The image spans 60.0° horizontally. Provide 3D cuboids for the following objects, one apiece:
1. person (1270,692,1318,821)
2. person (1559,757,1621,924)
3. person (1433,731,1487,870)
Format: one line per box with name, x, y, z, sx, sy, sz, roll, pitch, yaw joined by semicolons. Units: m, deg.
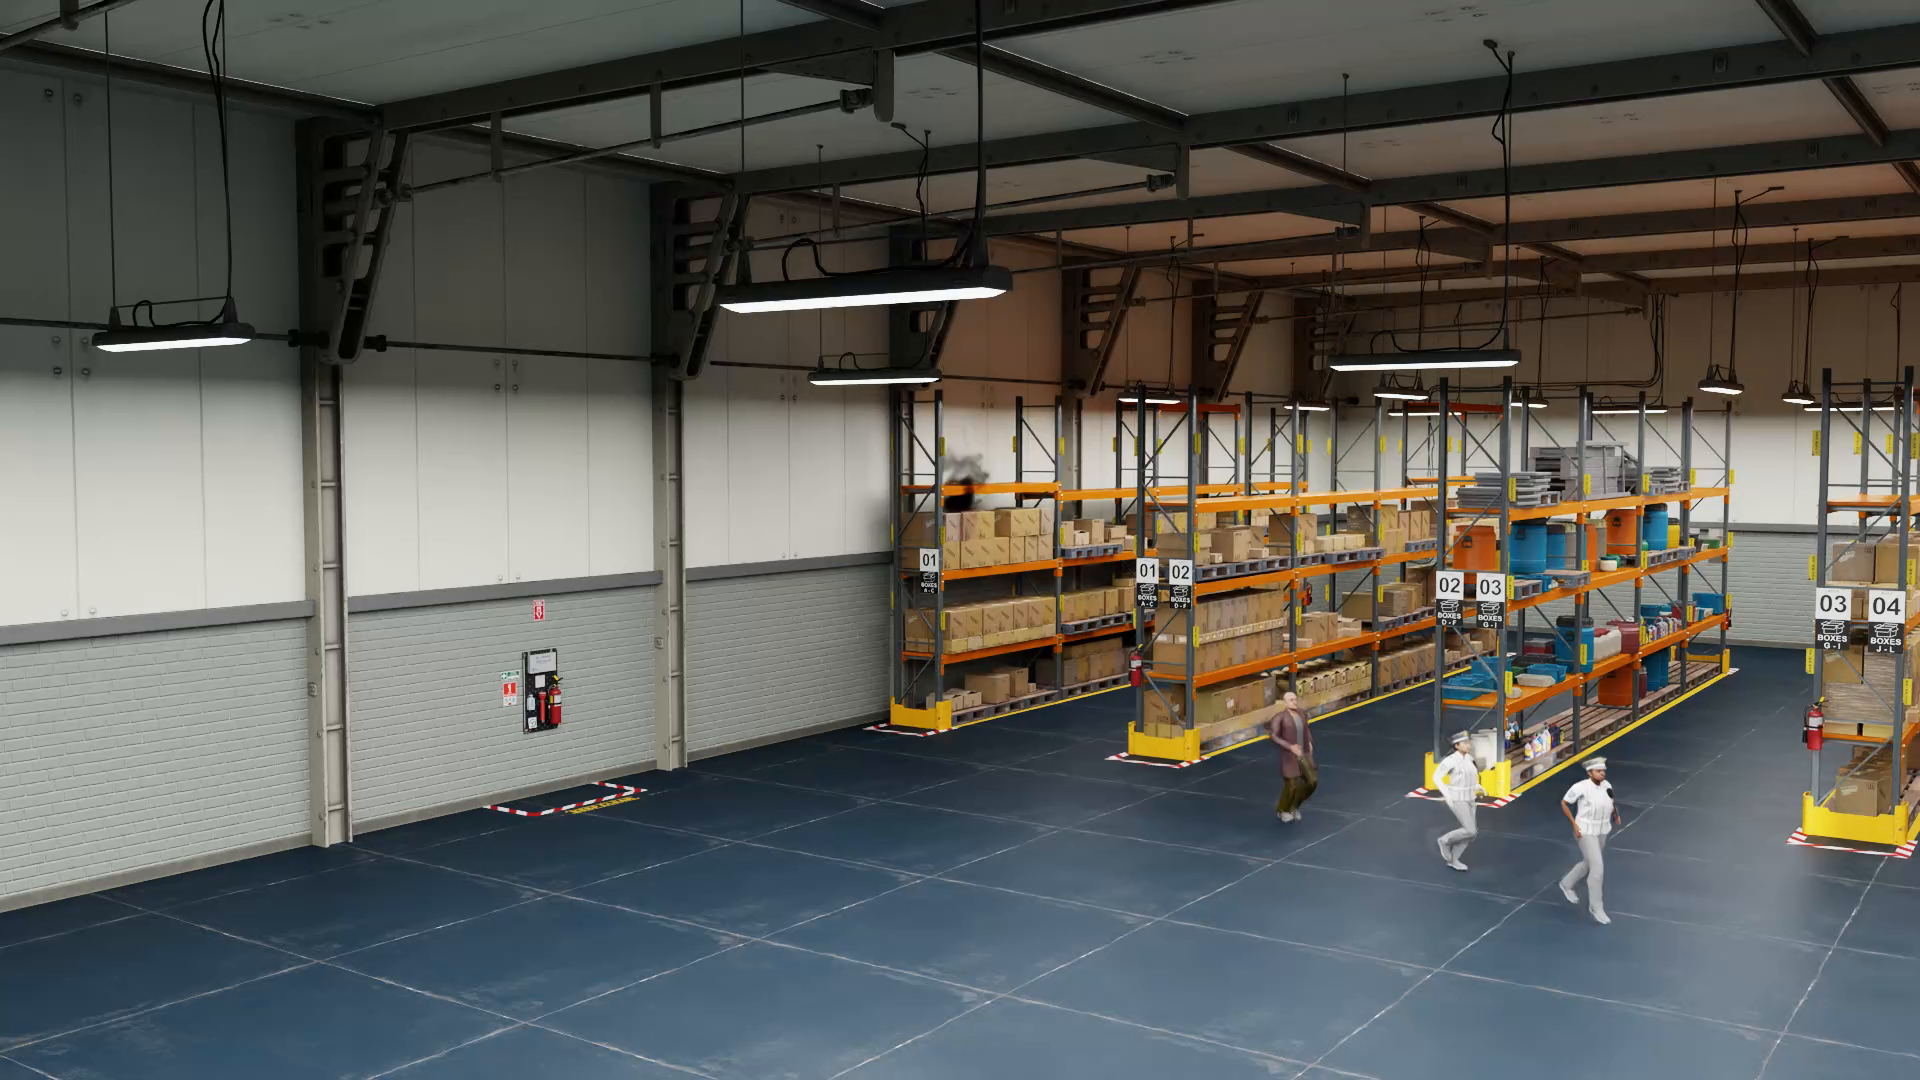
person;4.447;2.885;22.091;0.722;1.735;0.660;-1;4;-25
person;6.737;3.150;17.795;0.576;1.735;0.796;-1;4;-25
person;5.948;3.072;19.596;0.608;1.656;0.517;-2;4;-36
